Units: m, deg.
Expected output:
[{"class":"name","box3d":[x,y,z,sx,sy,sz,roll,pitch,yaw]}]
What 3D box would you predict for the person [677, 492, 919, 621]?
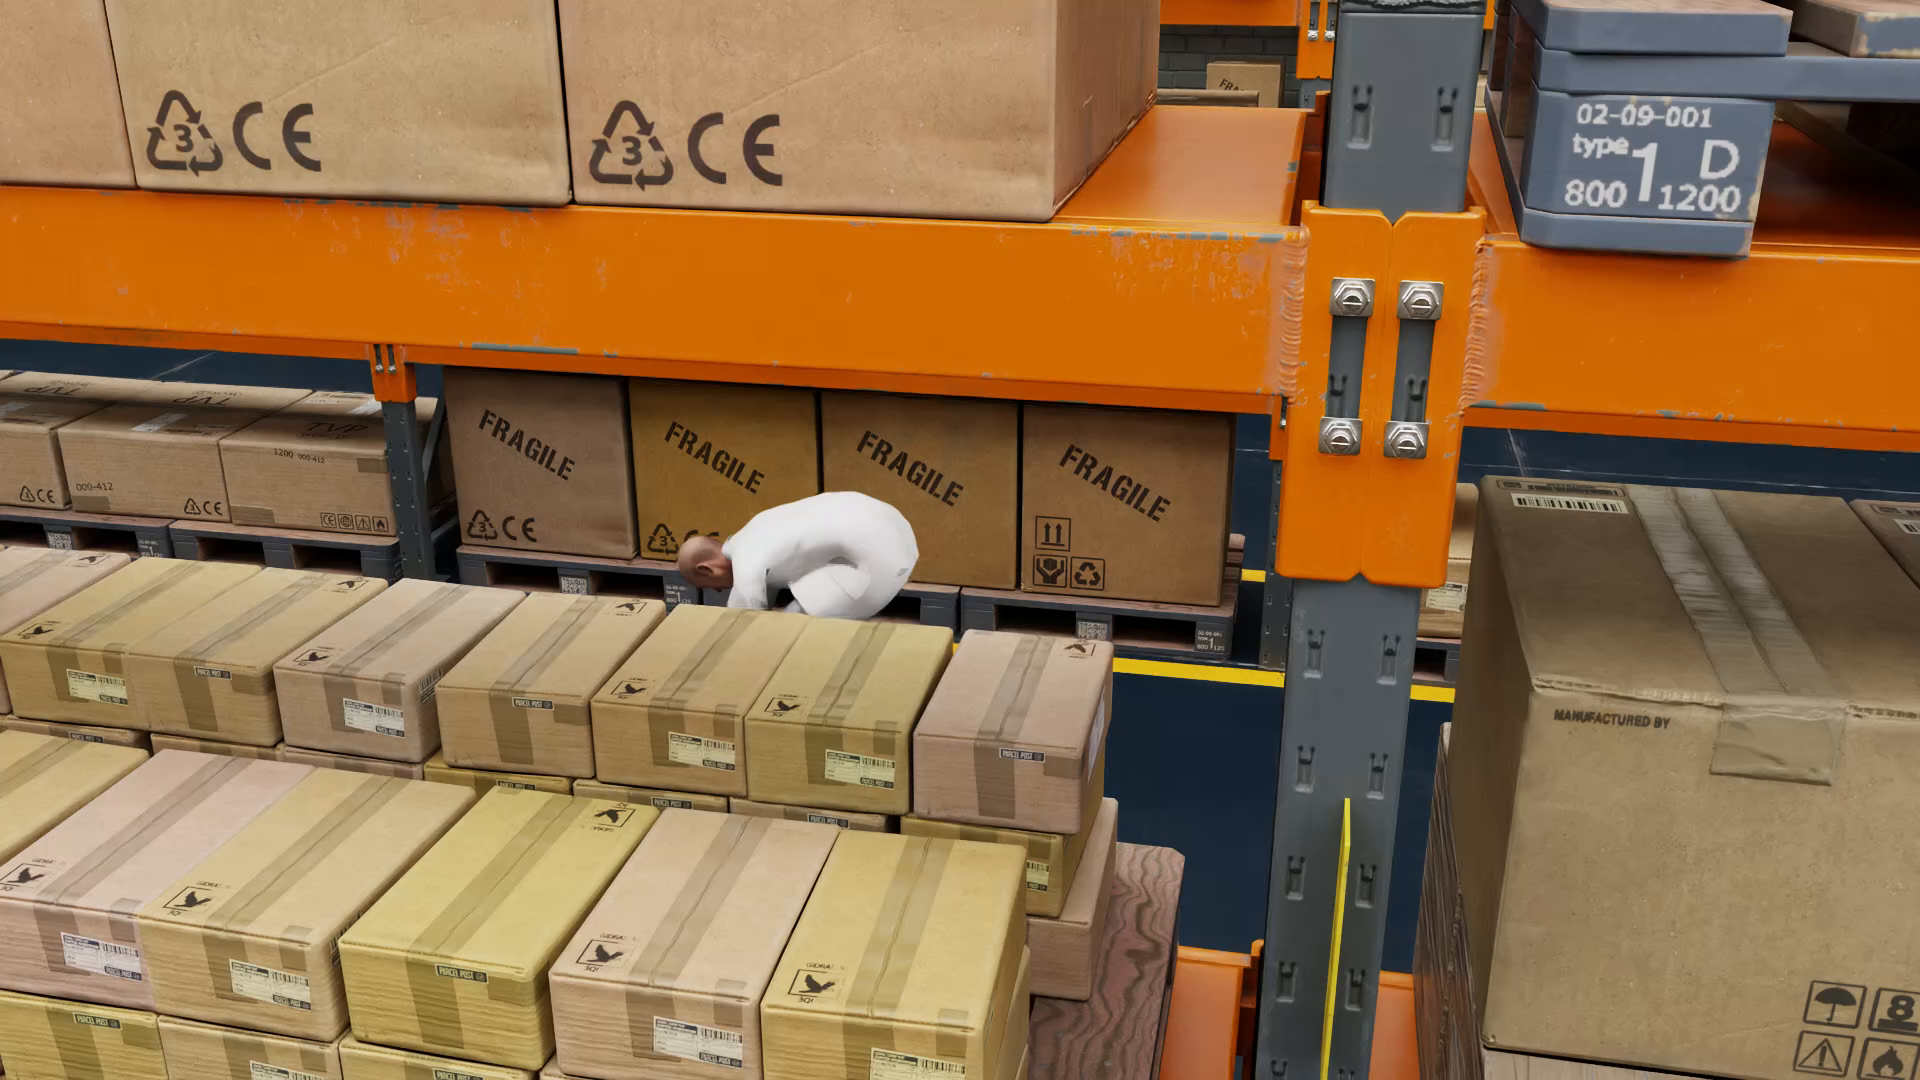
[{"class":"person","box3d":[-0.630,0.280,6.498,0.944,0.966,0.594,3,21,8]}]
